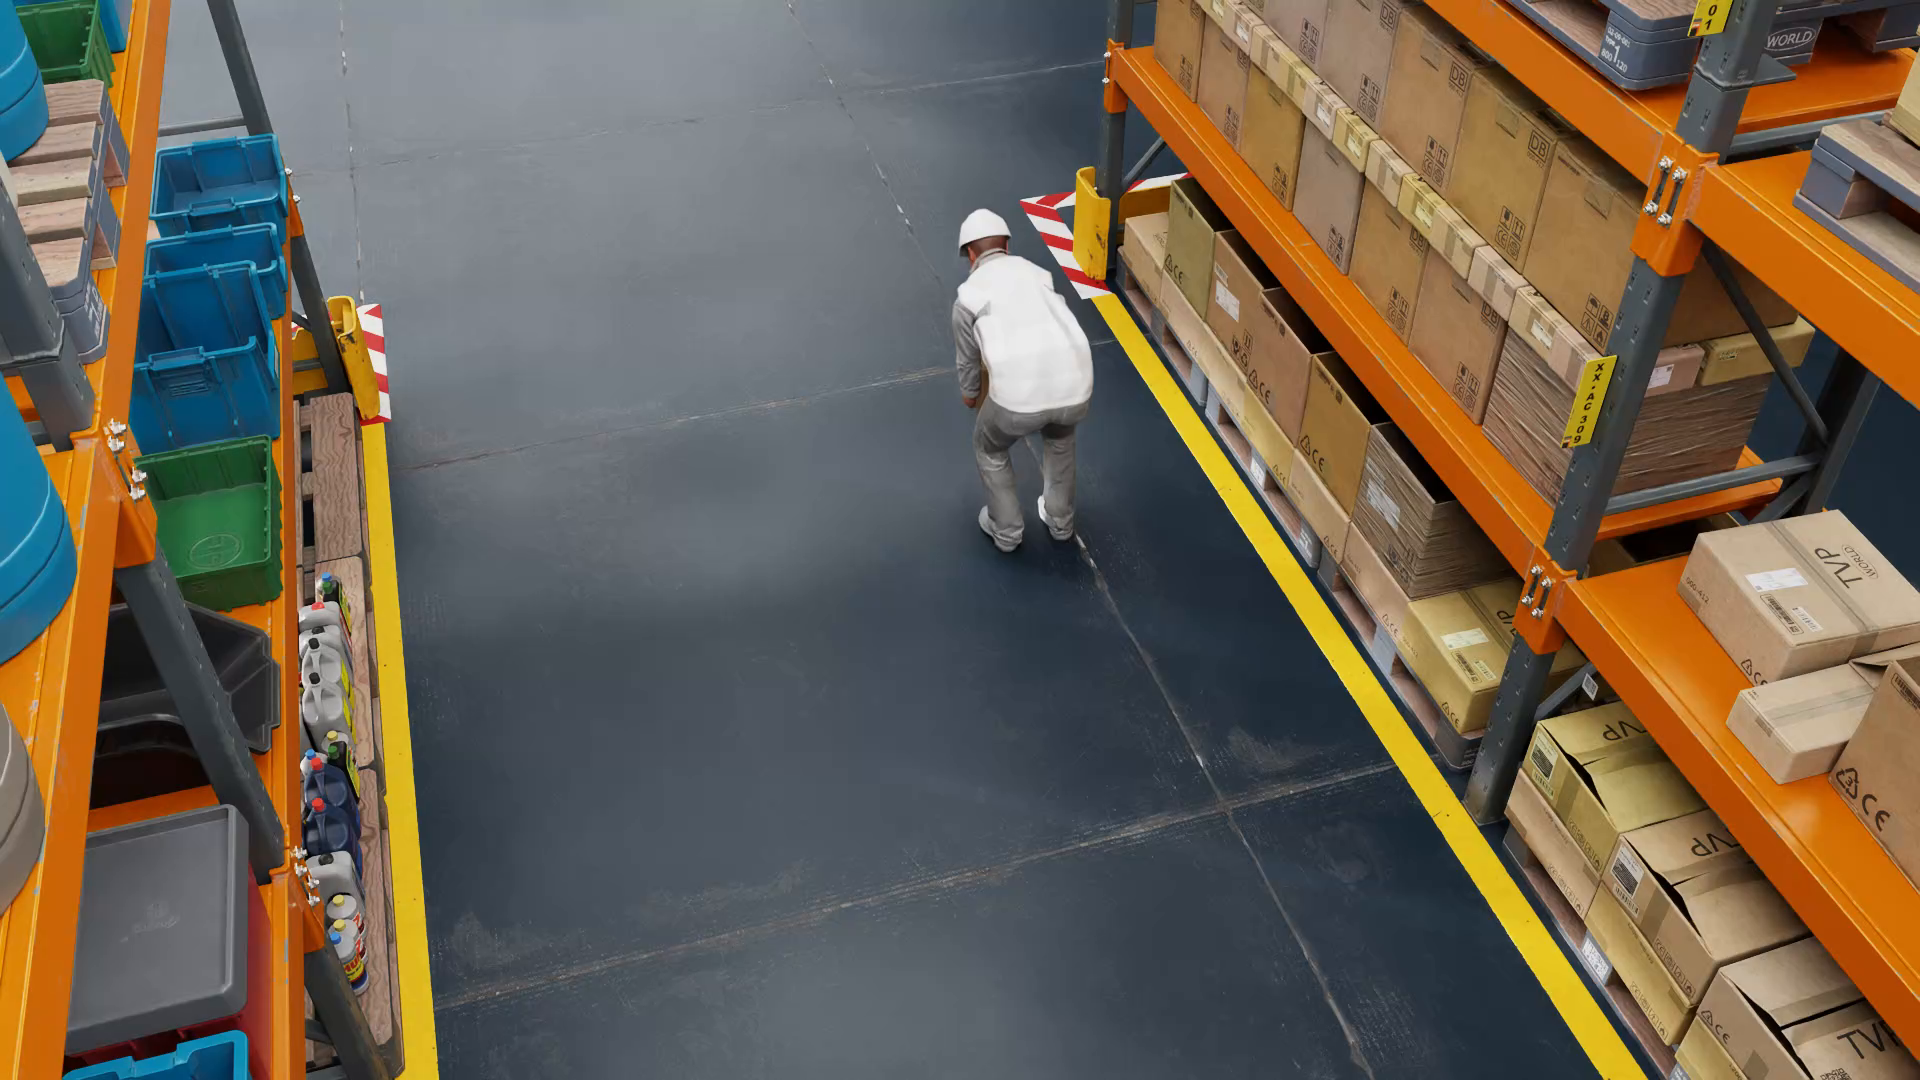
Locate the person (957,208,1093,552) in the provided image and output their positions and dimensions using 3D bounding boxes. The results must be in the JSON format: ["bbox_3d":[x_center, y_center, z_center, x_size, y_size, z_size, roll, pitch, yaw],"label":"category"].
[{"bbox_3d":[0.233,-0.673,7.232,0.455,1.317,0.949,-13,44,-14],"label":"person"}]
